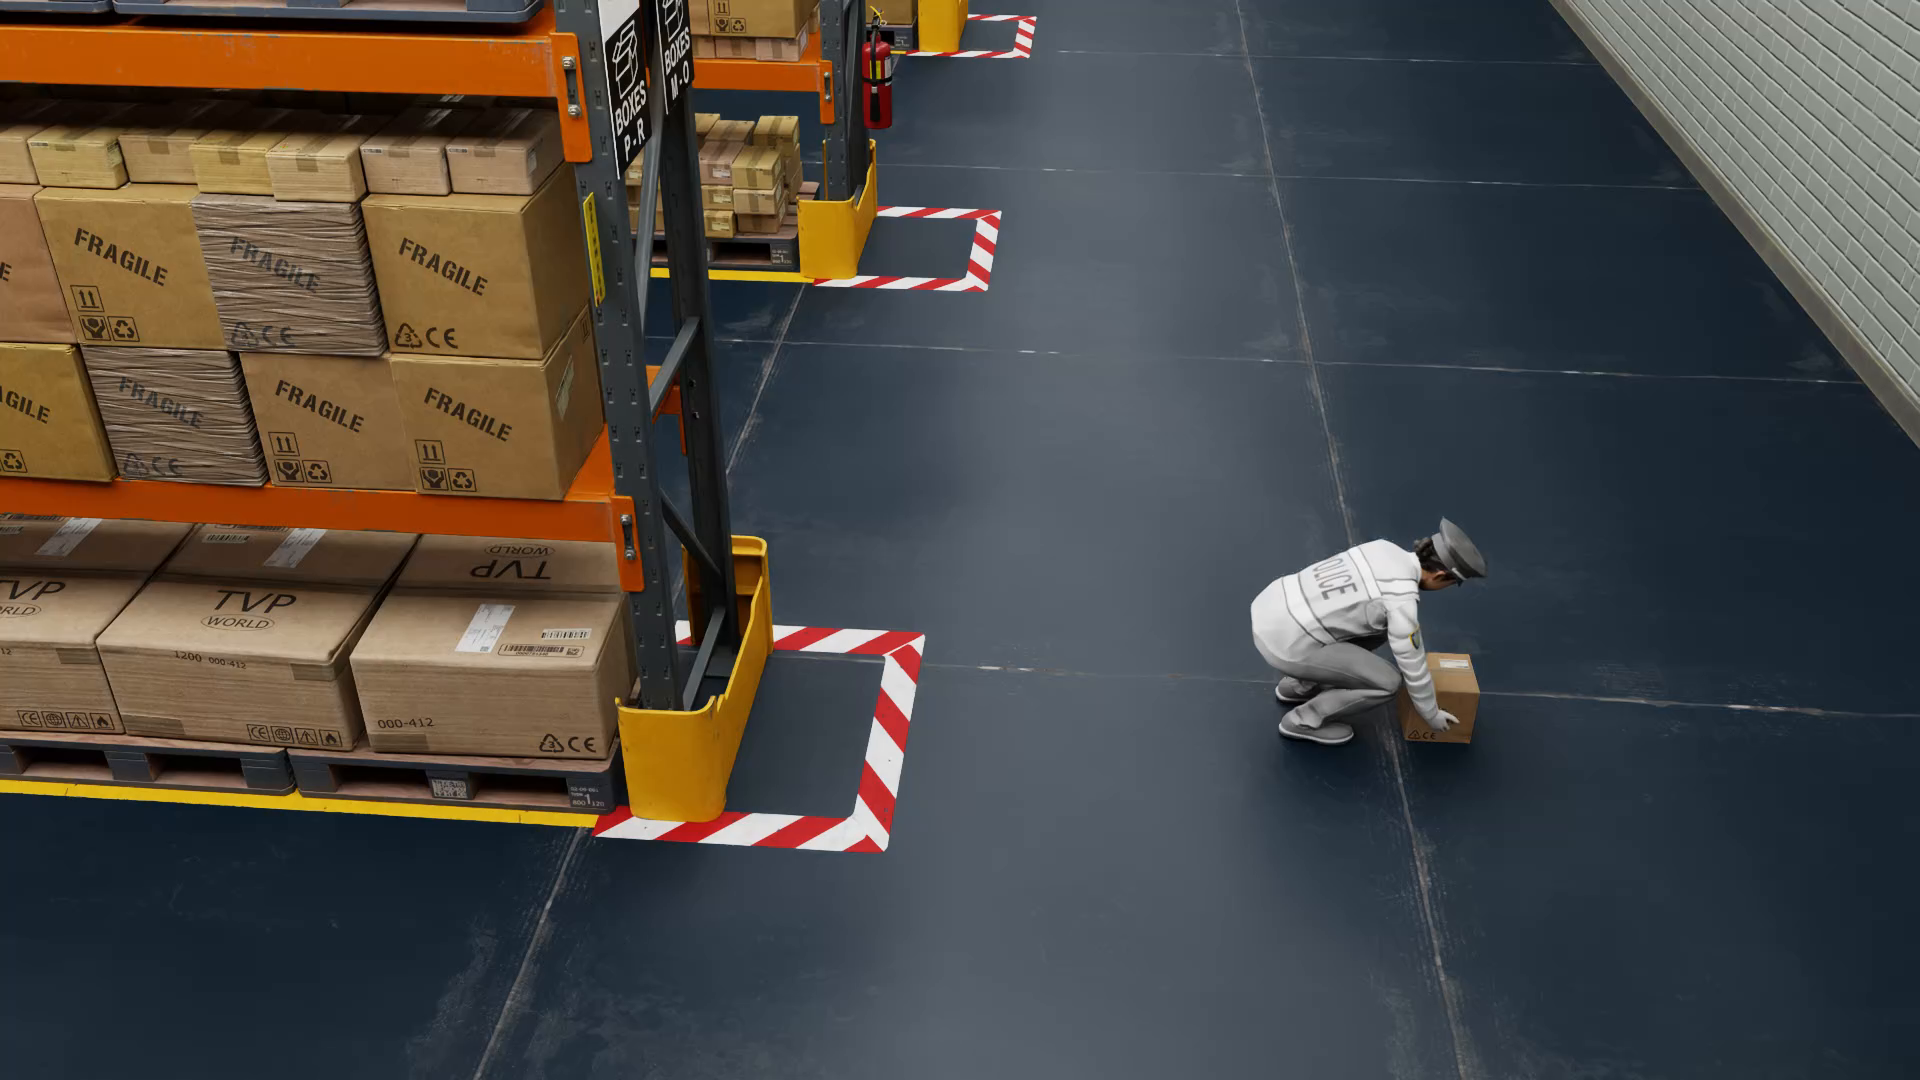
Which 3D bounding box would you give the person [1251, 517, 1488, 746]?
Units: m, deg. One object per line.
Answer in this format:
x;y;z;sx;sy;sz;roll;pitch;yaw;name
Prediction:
1.543;0.334;6.354;0.856;0.876;0.483;3;32;4;person
